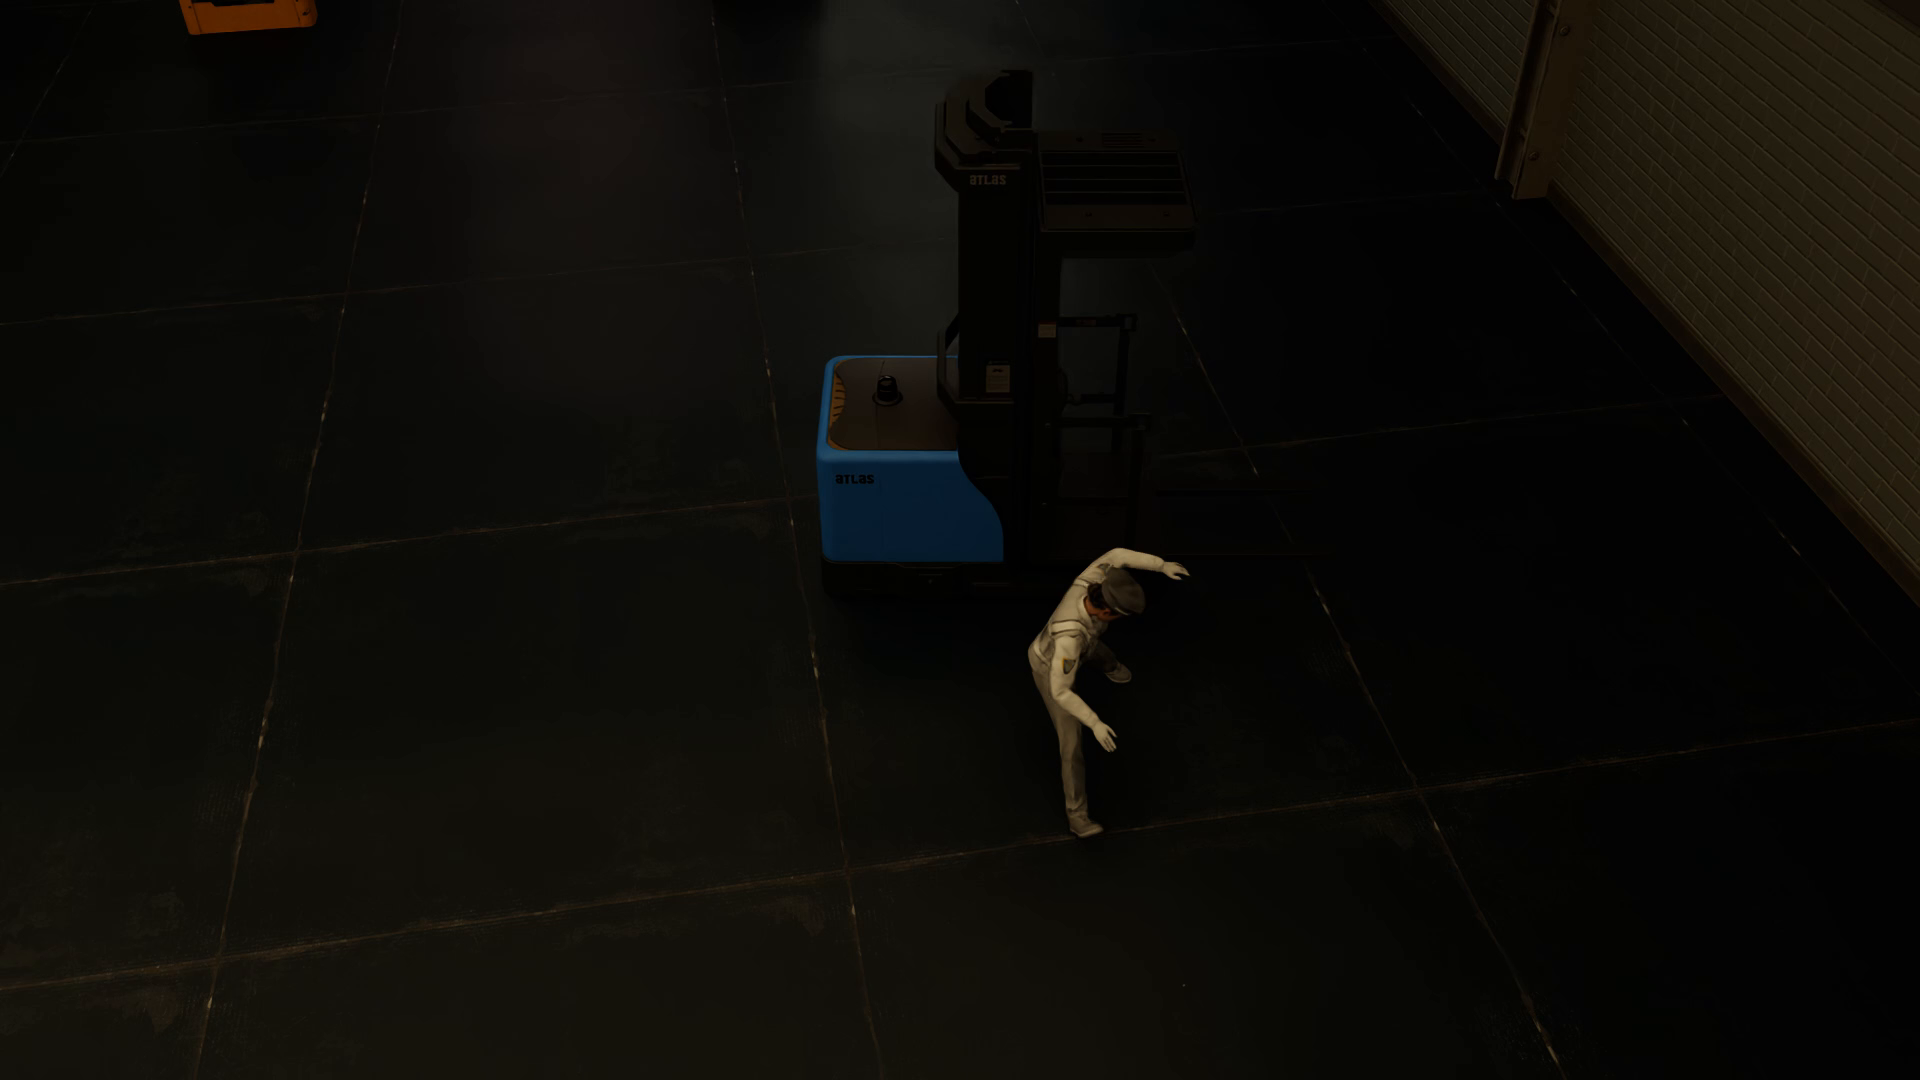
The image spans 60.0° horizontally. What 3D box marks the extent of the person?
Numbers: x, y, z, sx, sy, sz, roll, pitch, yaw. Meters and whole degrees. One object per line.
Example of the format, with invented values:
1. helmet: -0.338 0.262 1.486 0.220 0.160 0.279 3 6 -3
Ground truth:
1. person: 0.717 0.618 8.439 0.797 1.364 1.250 25 47 27

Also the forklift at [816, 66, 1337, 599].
1. forklift: 0.703 -1.085 9.234 3.031 2.935 1.130 0 40 0
